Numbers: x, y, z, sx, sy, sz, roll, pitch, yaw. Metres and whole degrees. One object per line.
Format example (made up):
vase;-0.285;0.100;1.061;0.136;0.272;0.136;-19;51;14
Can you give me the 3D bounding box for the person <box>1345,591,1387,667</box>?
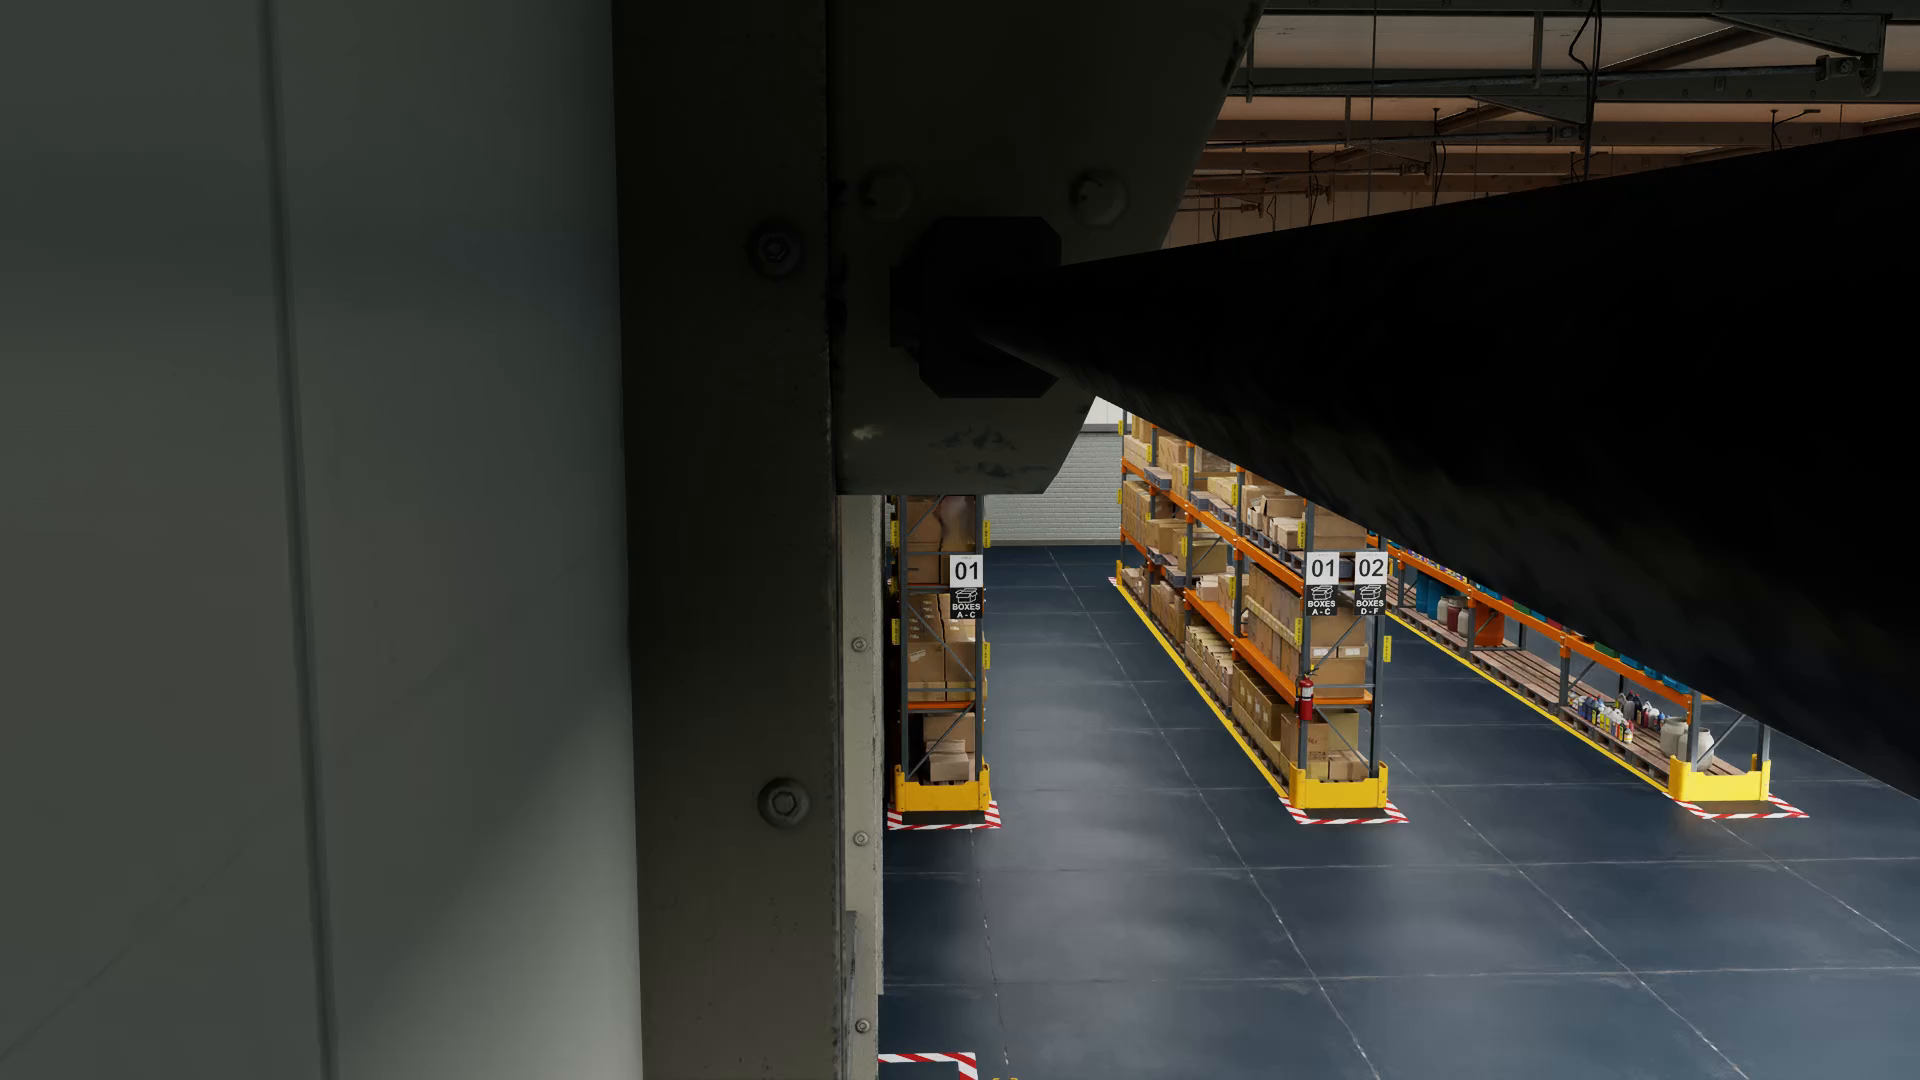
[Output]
person;6.967;1.267;28.591;0.736;1.755;0.683;-1;9;-10
